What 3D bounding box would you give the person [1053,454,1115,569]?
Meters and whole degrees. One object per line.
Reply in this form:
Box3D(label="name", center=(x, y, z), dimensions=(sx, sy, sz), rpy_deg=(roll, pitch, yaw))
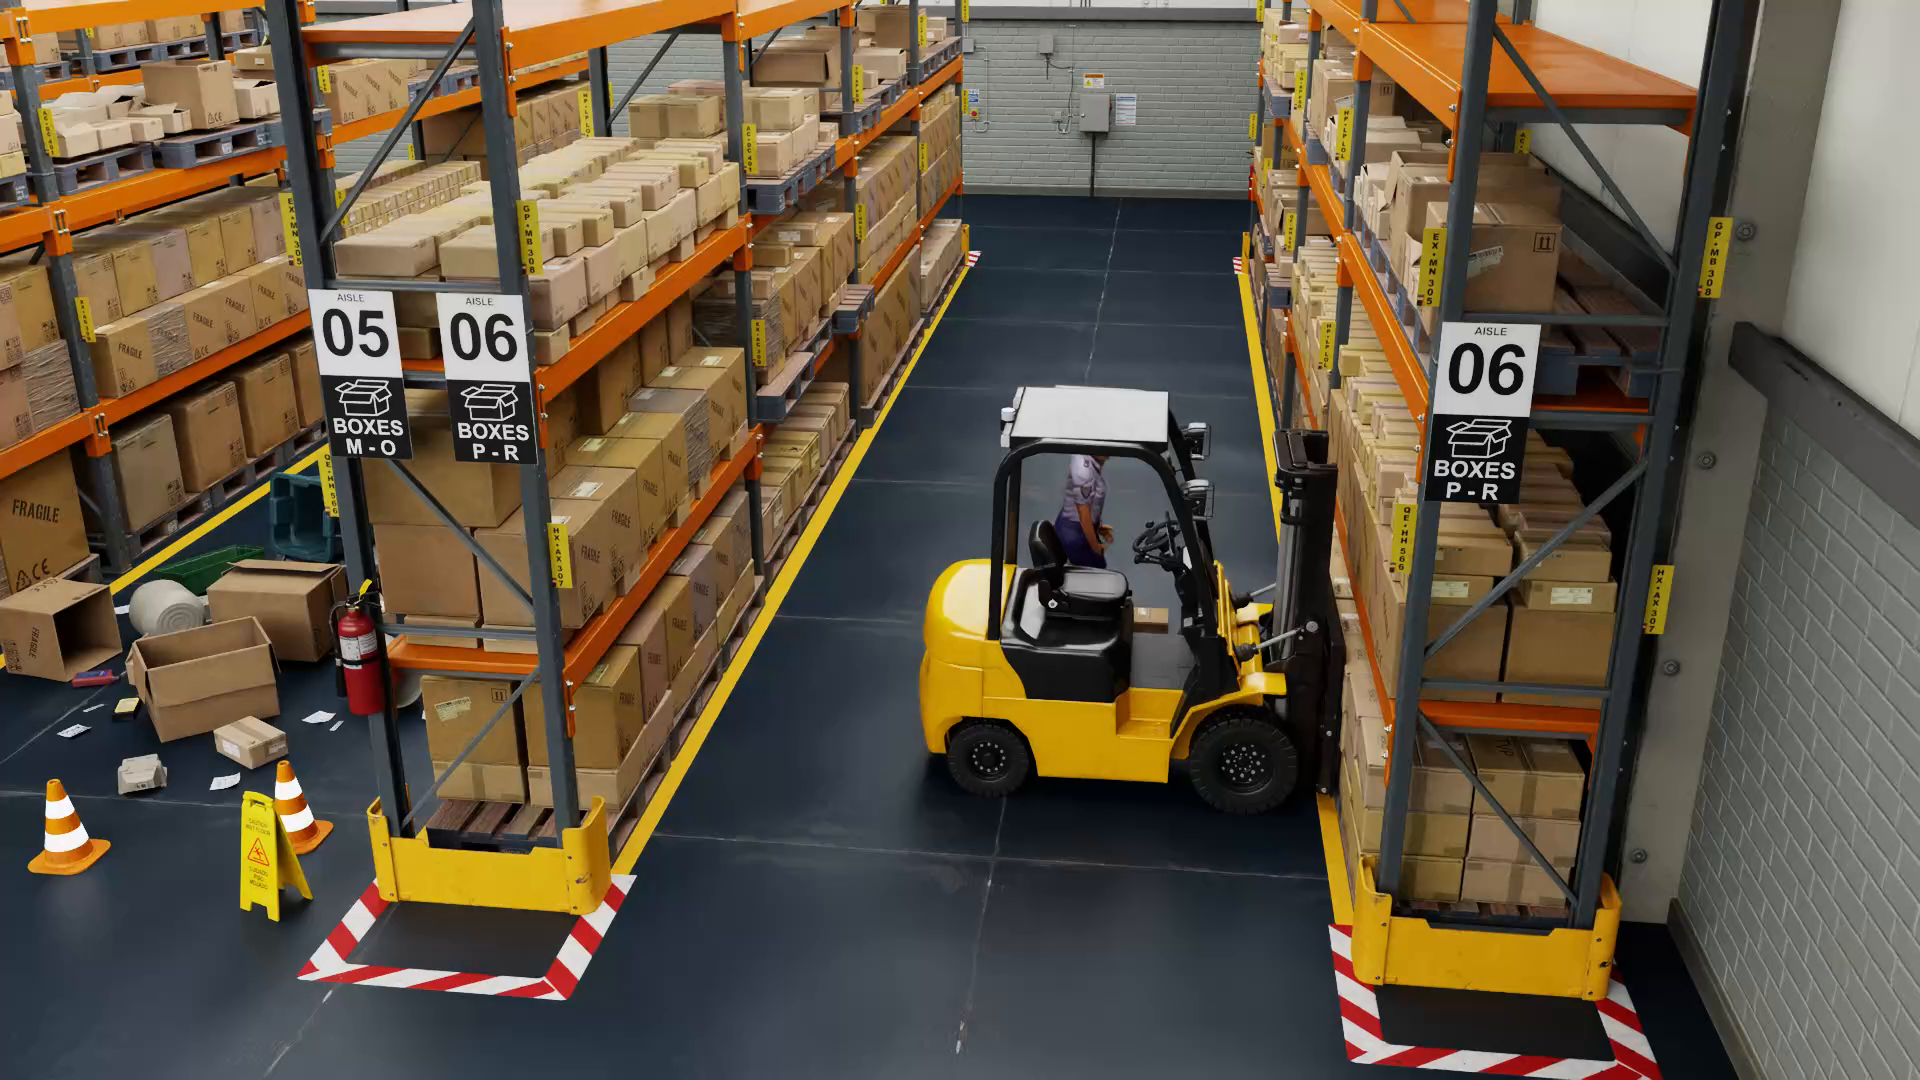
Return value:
Box3D(label="person", center=(0.828, -0.016, 11.248), dimensions=(0.426, 1.587, 0.504), rpy_deg=(3, 22, 8))
